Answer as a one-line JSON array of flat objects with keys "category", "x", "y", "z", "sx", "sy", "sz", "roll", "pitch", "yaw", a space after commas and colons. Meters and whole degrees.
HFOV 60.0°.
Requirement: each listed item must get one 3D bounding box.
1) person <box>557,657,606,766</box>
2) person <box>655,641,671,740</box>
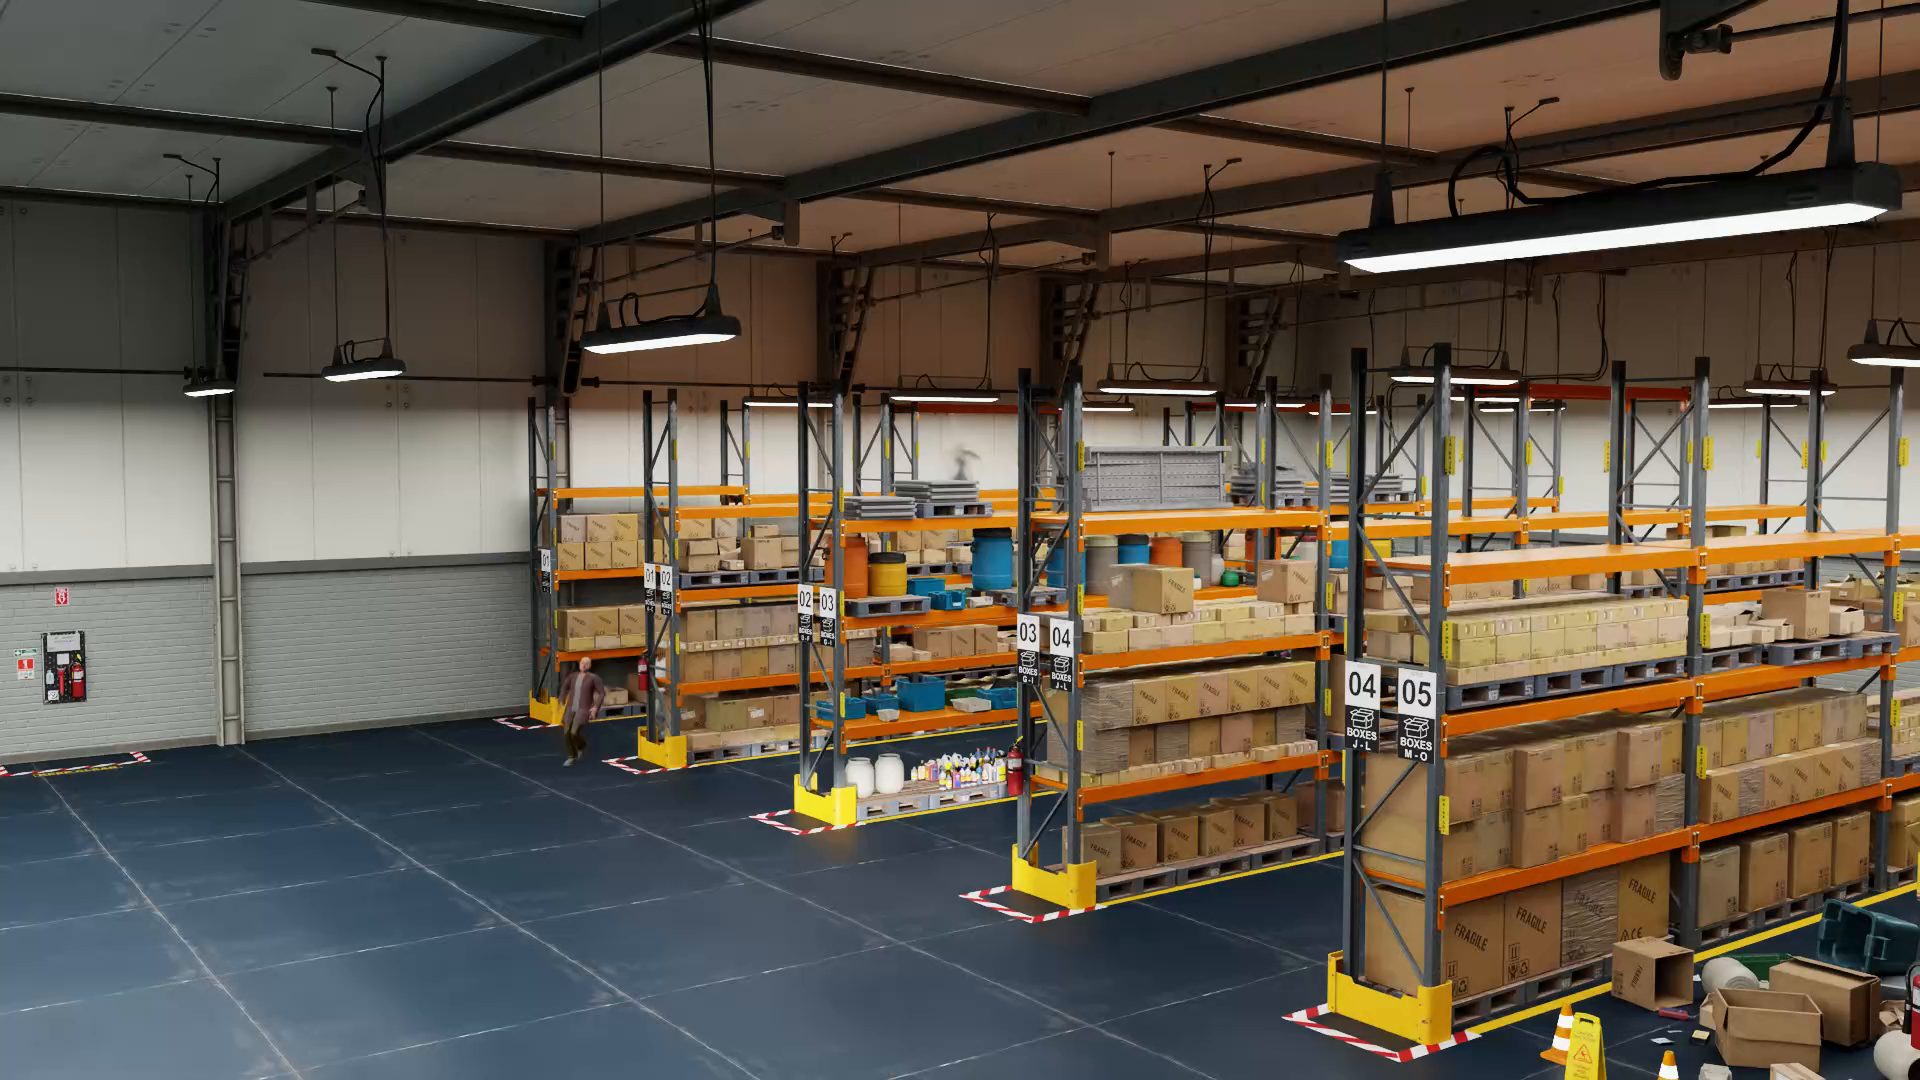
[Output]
[{"category": "person", "x": -6.104, "y": 2.742, "z": 26.631, "sx": 0.770, "sy": 1.724, "sz": 0.551, "roll": 1, "pitch": 4, "yaw": 17}, {"category": "person", "x": -5.166, "y": 2.598, "z": 28.681, "sx": 0.581, "sy": 1.731, "sz": 0.713, "roll": -3, "pitch": 4, "yaw": -40}]
